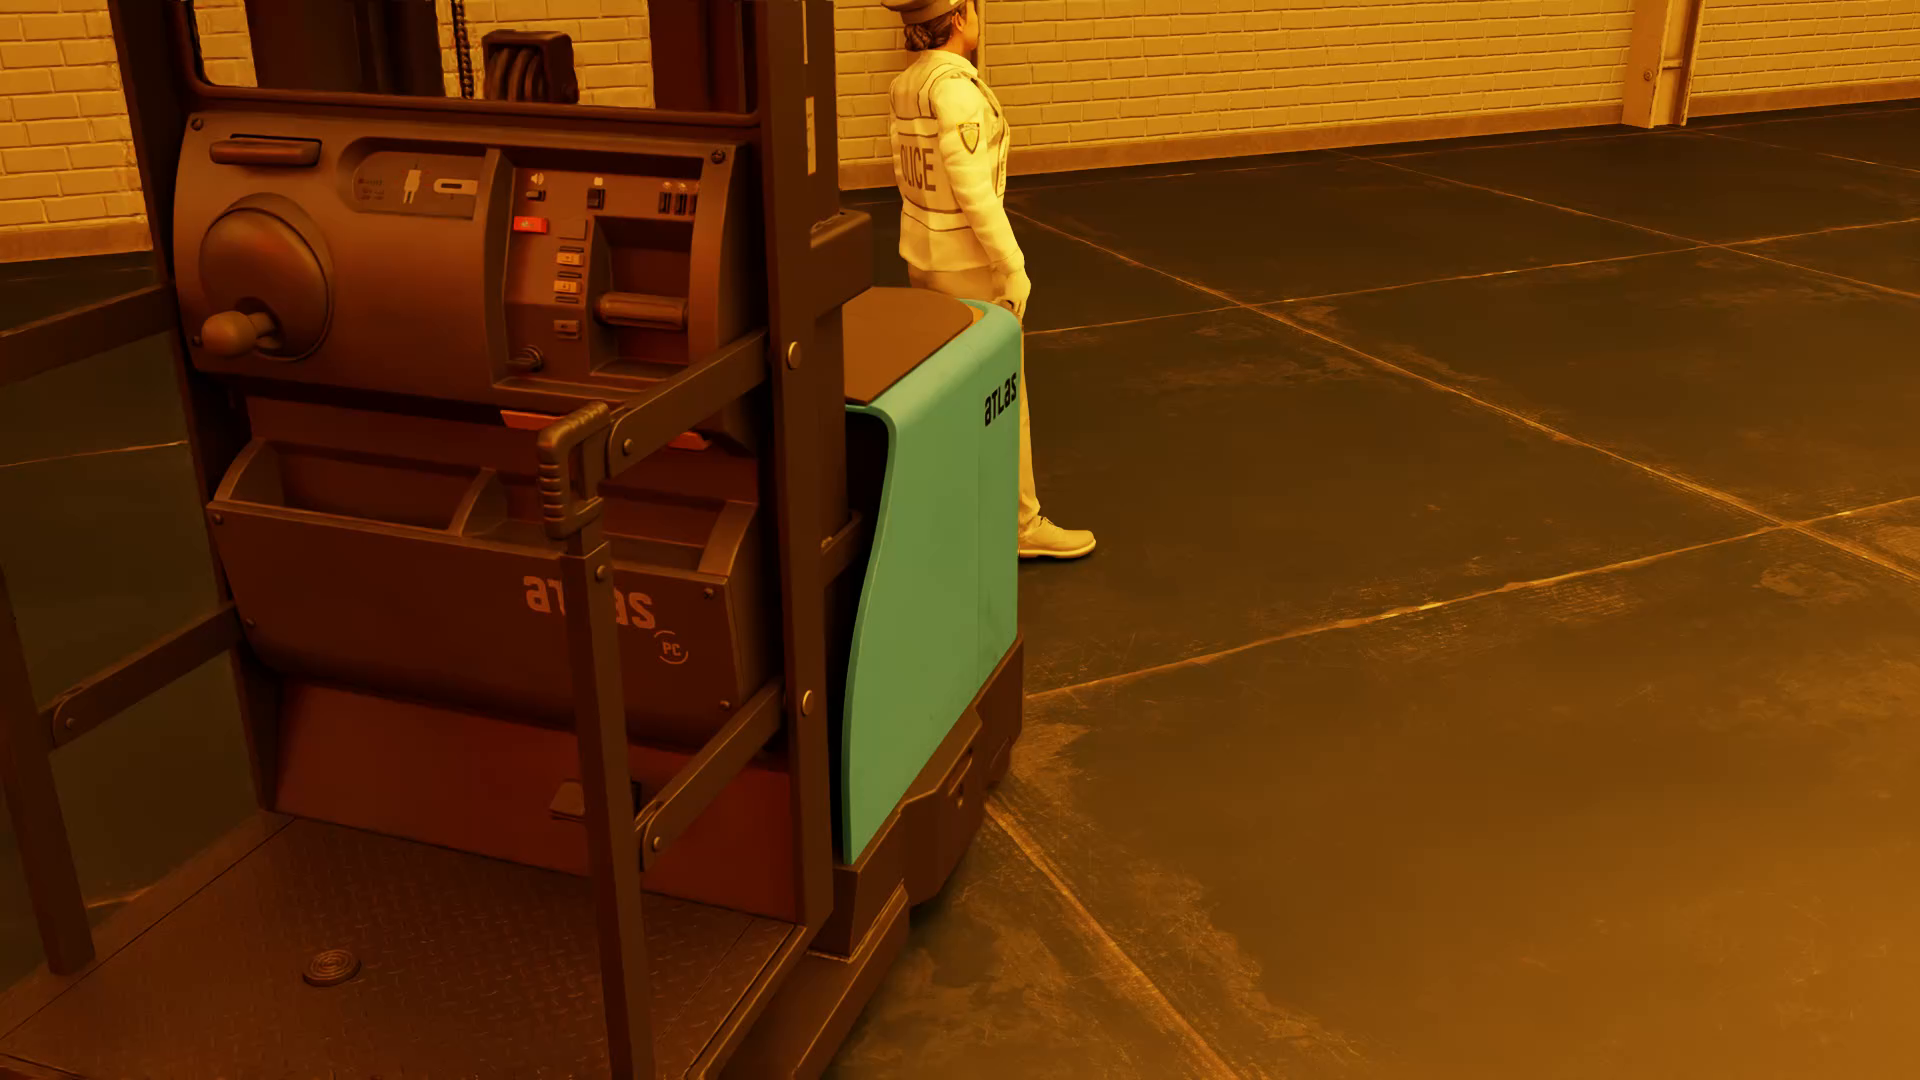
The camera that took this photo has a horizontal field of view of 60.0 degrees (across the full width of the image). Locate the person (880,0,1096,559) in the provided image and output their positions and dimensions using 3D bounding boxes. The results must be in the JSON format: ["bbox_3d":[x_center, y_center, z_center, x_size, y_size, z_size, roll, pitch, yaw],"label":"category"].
[{"bbox_3d":[0.063,-0.798,4.800,0.533,1.697,0.588,-10,25,-23],"label":"person"}]

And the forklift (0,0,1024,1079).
[{"bbox_3d":[-0.822,-0.394,2.236,1.130,2.935,3.031,8,24,18],"label":"forklift"}]
